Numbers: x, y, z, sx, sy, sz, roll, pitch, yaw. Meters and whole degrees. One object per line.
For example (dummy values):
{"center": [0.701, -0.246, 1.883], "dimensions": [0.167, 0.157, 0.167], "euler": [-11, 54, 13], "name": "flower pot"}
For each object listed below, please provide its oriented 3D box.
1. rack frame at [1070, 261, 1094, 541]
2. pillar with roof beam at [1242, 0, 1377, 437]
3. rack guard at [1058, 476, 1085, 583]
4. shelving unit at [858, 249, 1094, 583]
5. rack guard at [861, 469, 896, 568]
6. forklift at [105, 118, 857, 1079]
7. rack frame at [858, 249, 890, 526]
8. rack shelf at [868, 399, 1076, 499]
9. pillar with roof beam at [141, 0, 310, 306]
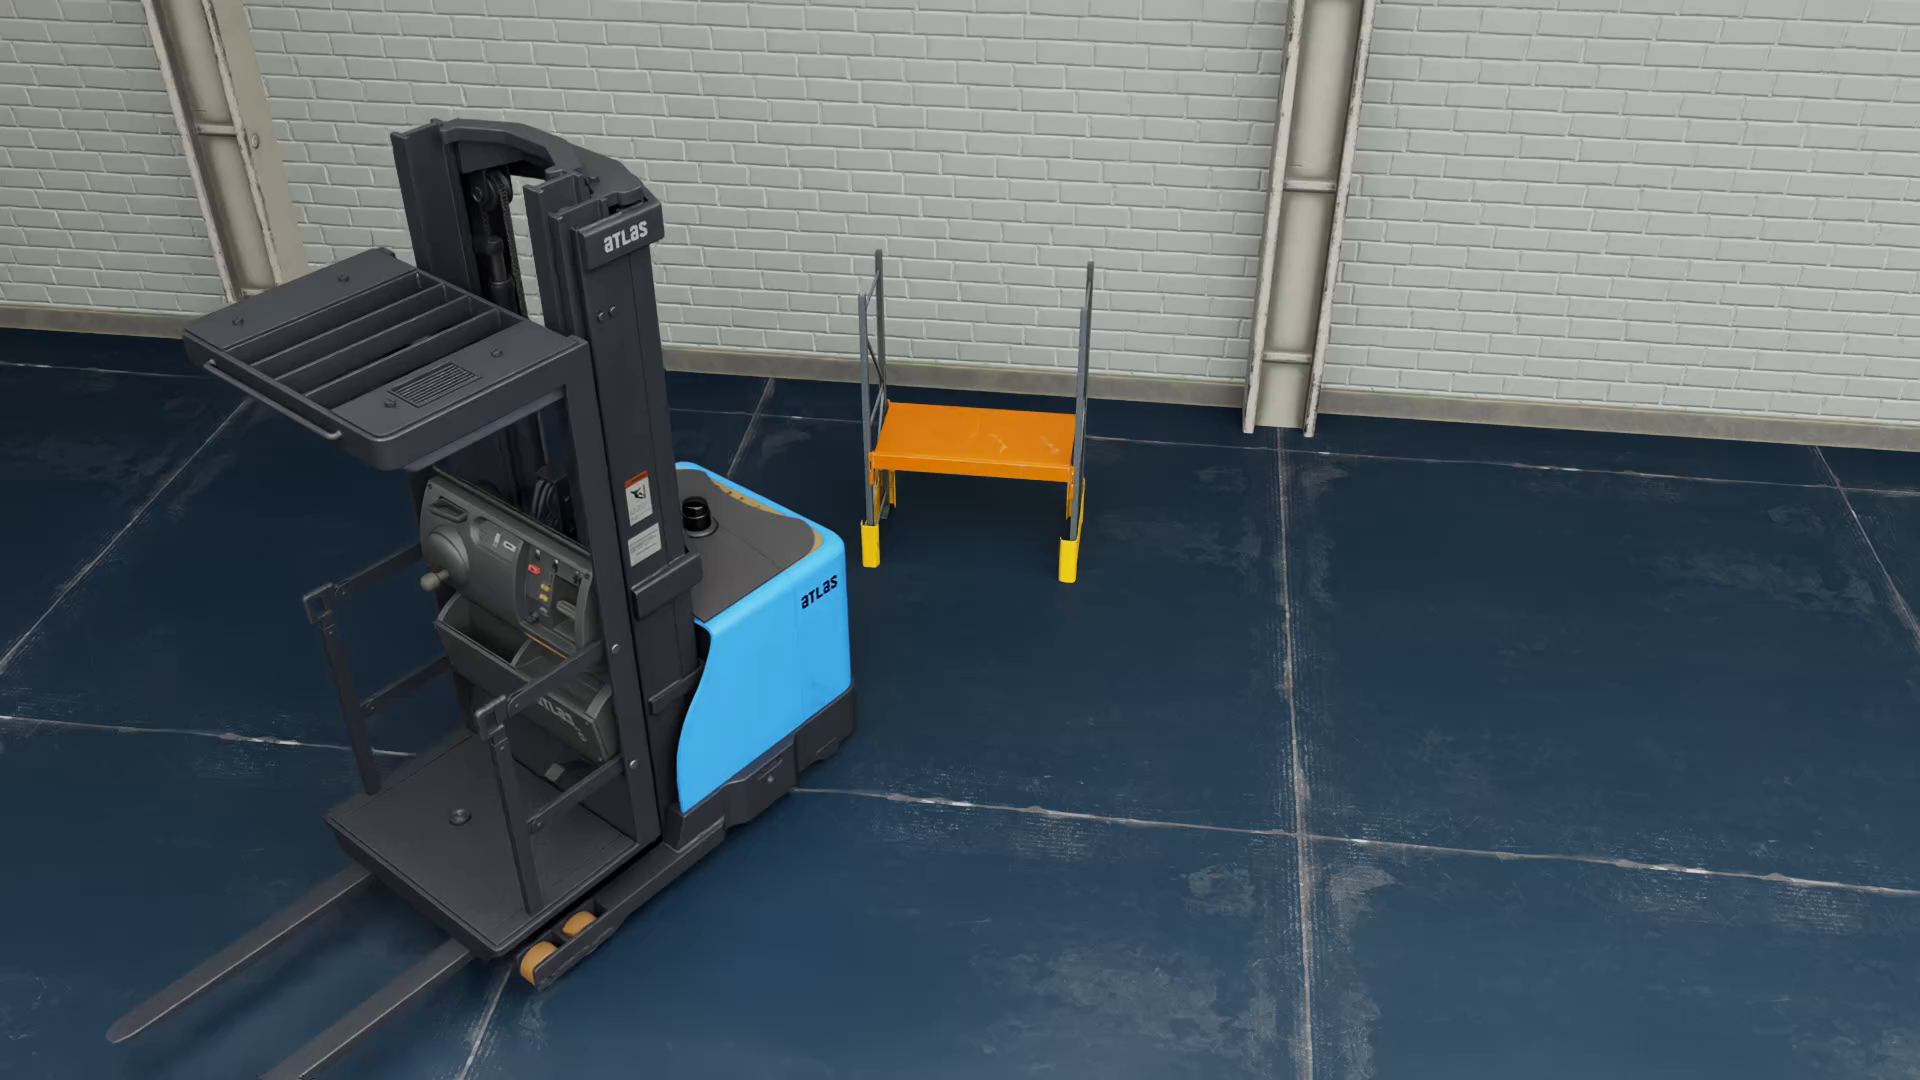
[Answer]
{"center": [0.589, -0.567, 8.110], "dimensions": [0.032, 1.500, 0.500], "euler": [4, 36, 6], "name": "rack frame"}
{"center": [1.279, -1.868, 3.478], "dimensions": [0.400, 9.000, 9.100], "euler": [4, 36, 6], "name": "pillar with roof beam"}
{"center": [0.570, -0.059, 8.475], "dimensions": [0.087, 0.250, 0.587], "euler": [4, 36, 6], "name": "rack guard"}
{"center": [0.076, -0.605, 8.163], "dimensions": [1.083, 1.500, 0.587], "euler": [4, 36, 6], "name": "shelving unit"}
{"center": [-0.418, -0.133, 8.578], "dimensions": [0.087, 0.250, 0.587], "euler": [4, 36, 6], "name": "rack guard"}
{"center": [-1.774, 0.156, 5.865], "dimensions": [1.130, 2.935, 3.031], "euler": [25, 43, 31], "name": "forklift"}
{"center": [-0.420, -0.642, 8.215], "dimensions": [0.032, 1.500, 0.500], "euler": [4, 36, 6], "name": "rack frame"}
{"center": [0.085, -0.458, 8.267], "dimensions": [1.000, 0.185, 0.538], "euler": [4, 36, 6], "name": "rack shelf"}
{"center": [-4.673, -2.312, 4.100], "dimensions": [0.400, 9.000, 9.100], "euler": [4, 36, 6], "name": "pillar with roof beam"}
